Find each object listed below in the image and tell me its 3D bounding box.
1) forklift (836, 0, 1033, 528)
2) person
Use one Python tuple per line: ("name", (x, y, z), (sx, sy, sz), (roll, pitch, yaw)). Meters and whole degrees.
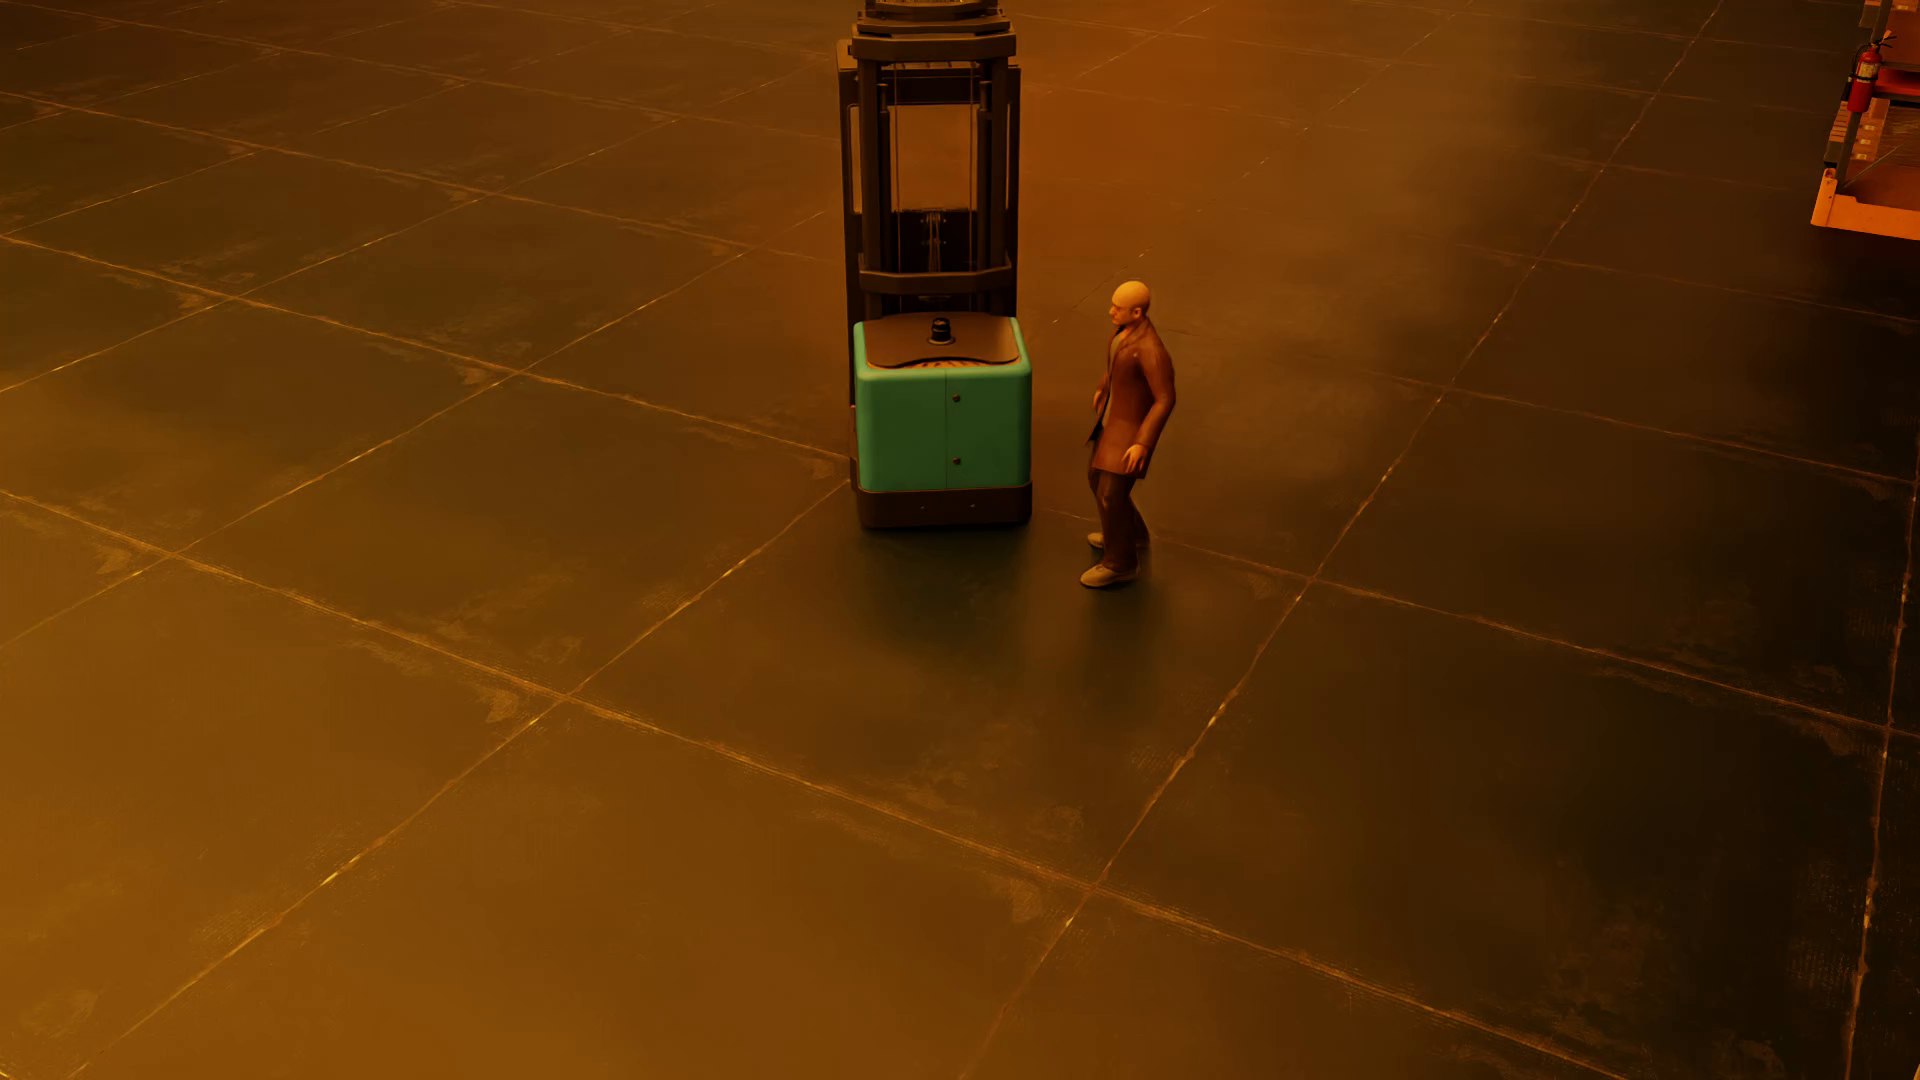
("forklift", (-0.203, -2.053, 10.627), (1.130, 2.935, 3.031), (-2, 30, -4))
("person", (0.894, -0.645, 9.395), (0.519, 1.734, 0.906), (-5, 30, -8))
